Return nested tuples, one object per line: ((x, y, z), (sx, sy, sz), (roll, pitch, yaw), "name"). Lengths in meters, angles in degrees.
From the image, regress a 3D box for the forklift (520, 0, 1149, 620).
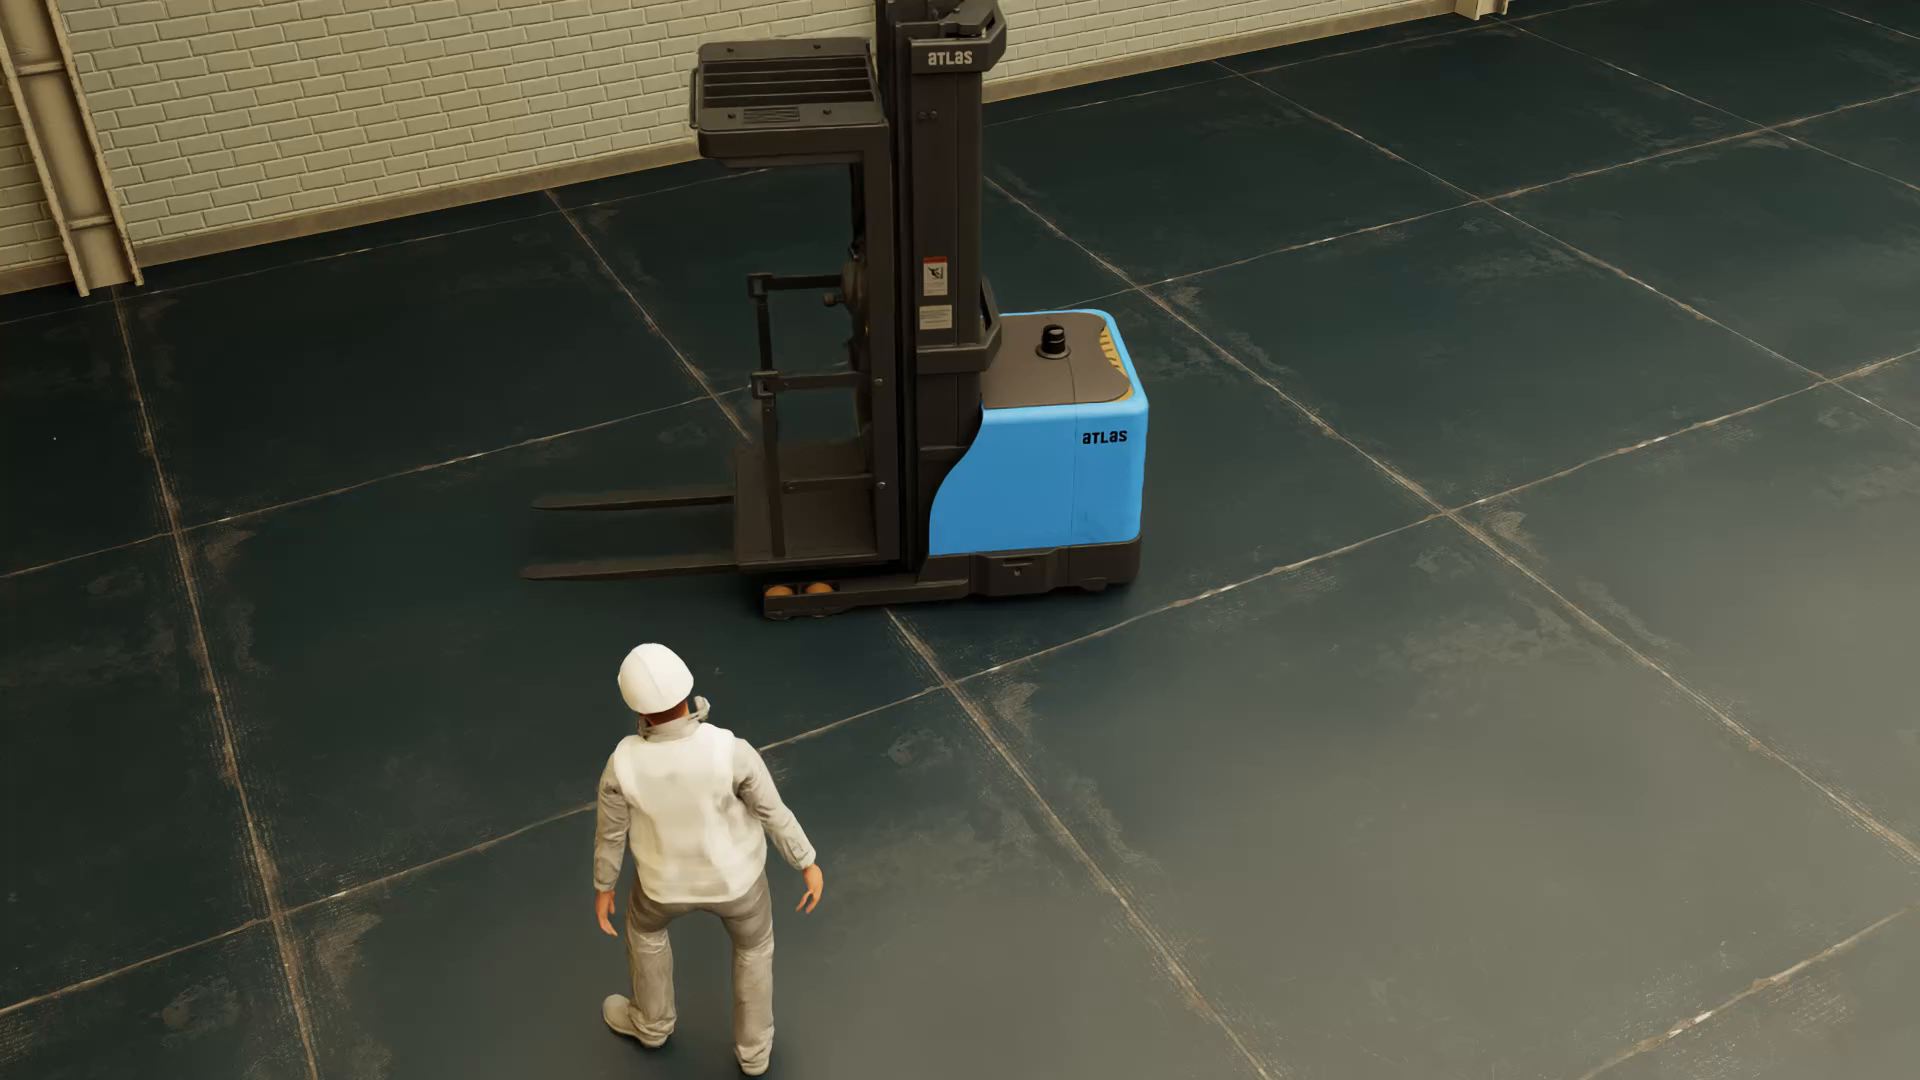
((-0.660, -1.130, 7.721), (3.031, 2.935, 1.130), (-4, 35, -6), "forklift")

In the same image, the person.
((-0.893, 1.100, 5.635), (0.867, 1.743, 0.468), (0, 35, 0), "person")
